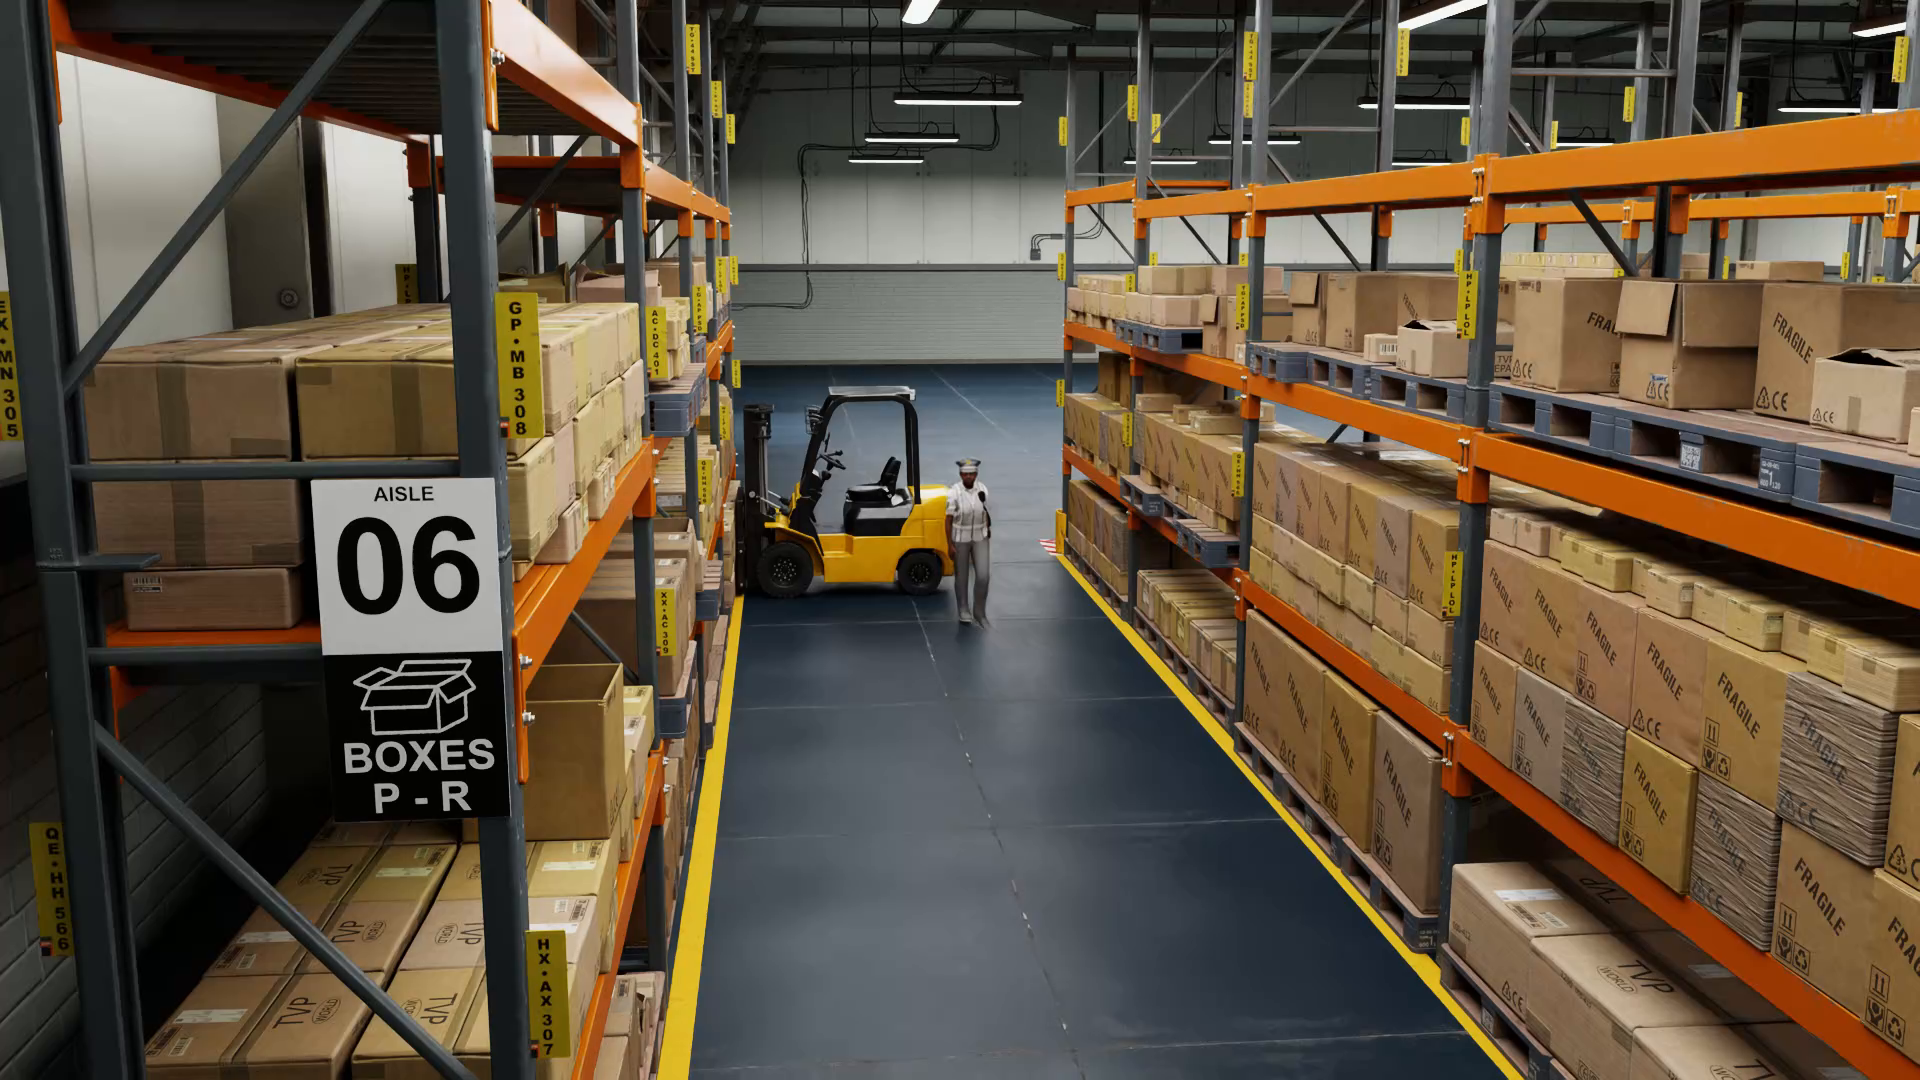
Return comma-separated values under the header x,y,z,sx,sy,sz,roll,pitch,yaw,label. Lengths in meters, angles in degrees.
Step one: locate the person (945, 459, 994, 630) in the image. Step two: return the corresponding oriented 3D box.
x,y,z,sx,sy,sz,roll,pitch,yaw,label
0.074,0.035,16.270,0.475,1.728,0.511,-2,10,-11,person
